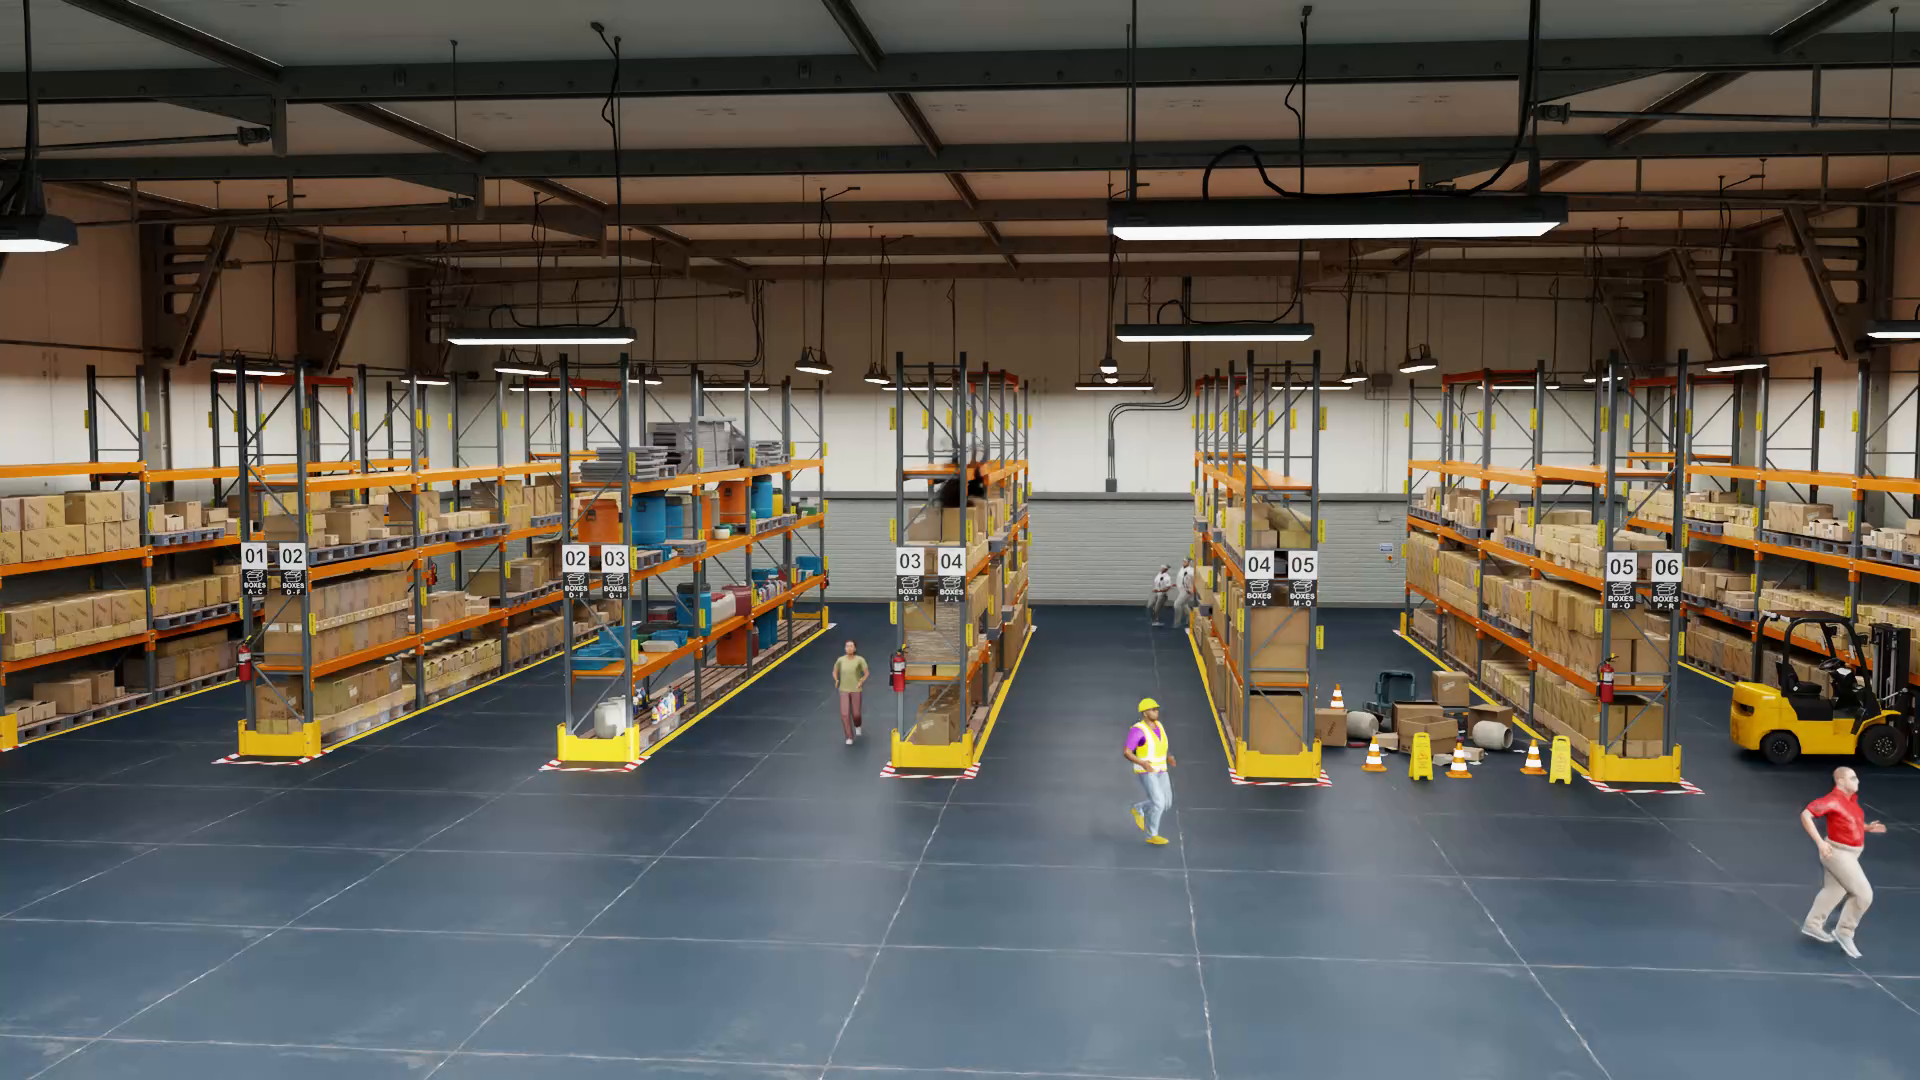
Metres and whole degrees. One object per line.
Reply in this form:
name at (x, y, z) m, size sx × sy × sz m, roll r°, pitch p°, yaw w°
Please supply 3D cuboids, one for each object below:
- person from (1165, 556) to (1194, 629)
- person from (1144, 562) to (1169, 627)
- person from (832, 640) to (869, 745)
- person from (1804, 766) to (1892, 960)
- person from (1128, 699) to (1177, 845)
person at (5.410, 1.270, 40.336) m, size 0.853 × 1.806 × 0.743 m, roll -2°, pitch 4°, yaw -21°
person at (4.795, 1.327, 40.445) m, size 0.600 × 1.630 × 0.784 m, roll -3°, pitch 5°, yaw -35°
person at (-1.712, 2.363, 25.835) m, size 0.577 × 1.601 × 0.556 m, roll 0°, pitch 4°, yaw 3°
person at (8.388, 3.033, 15.710) m, size 0.717 × 1.794 × 0.647 m, roll 4°, pitch 5°, yaw 42°
person at (2.296, 2.741, 19.740) m, size 0.605 × 1.716 × 0.697 m, roll 4°, pitch 6°, yaw 44°
